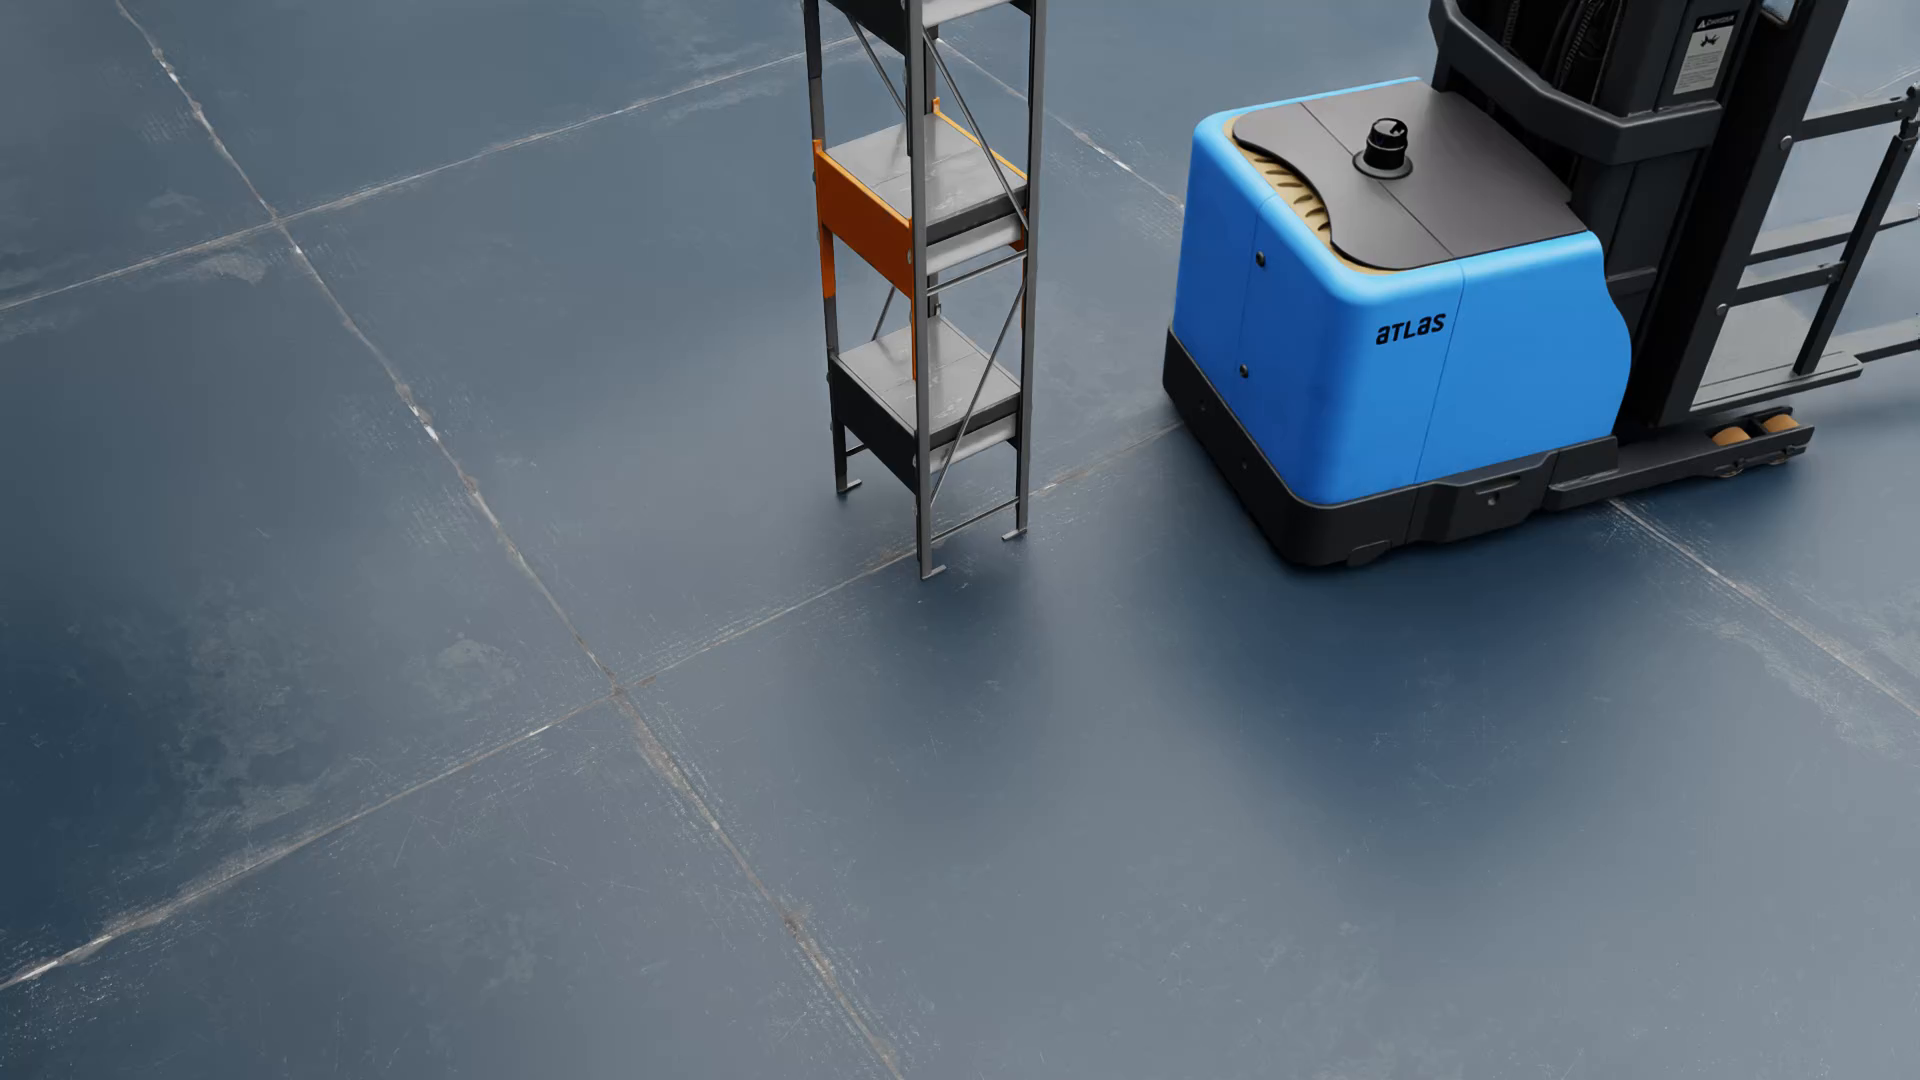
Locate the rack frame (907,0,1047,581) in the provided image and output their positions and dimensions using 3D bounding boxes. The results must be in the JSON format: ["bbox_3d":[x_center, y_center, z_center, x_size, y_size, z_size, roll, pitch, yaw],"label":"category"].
[{"bbox_3d":[0.045,-0.715,4.478,0.400,2.100,0.015,-26,49,-24],"label":"rack frame"}]

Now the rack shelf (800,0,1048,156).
[{"bbox_3d":[-0.095,-1.350,4.149,0.431,0.518,0.480,-26,49,-24],"label":"rack shelf"}]

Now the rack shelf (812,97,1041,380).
[{"bbox_3d":[-0.095,-0.843,4.633,0.431,0.518,0.480,-26,49,-24],"label":"rack shelf"}]

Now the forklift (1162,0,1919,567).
[{"bbox_3d":[2.268,-1.597,4.800,3.031,2.935,1.130,-14,45,-14],"label":"forklift"}]

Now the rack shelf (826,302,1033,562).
[{"bbox_3d":[-0.095,-0.337,5.116,0.431,0.518,0.480,-26,49,-24],"label":"rack shelf"}]

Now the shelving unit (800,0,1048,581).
[{"bbox_3d":[-0.095,-0.853,4.623,0.431,2.100,0.503,-26,49,-24],"label":"shelving unit"}]

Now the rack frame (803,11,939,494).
[{"bbox_3d":[-0.234,-0.991,4.768,0.400,2.100,0.015,-26,49,-24],"label":"rack frame"}]
